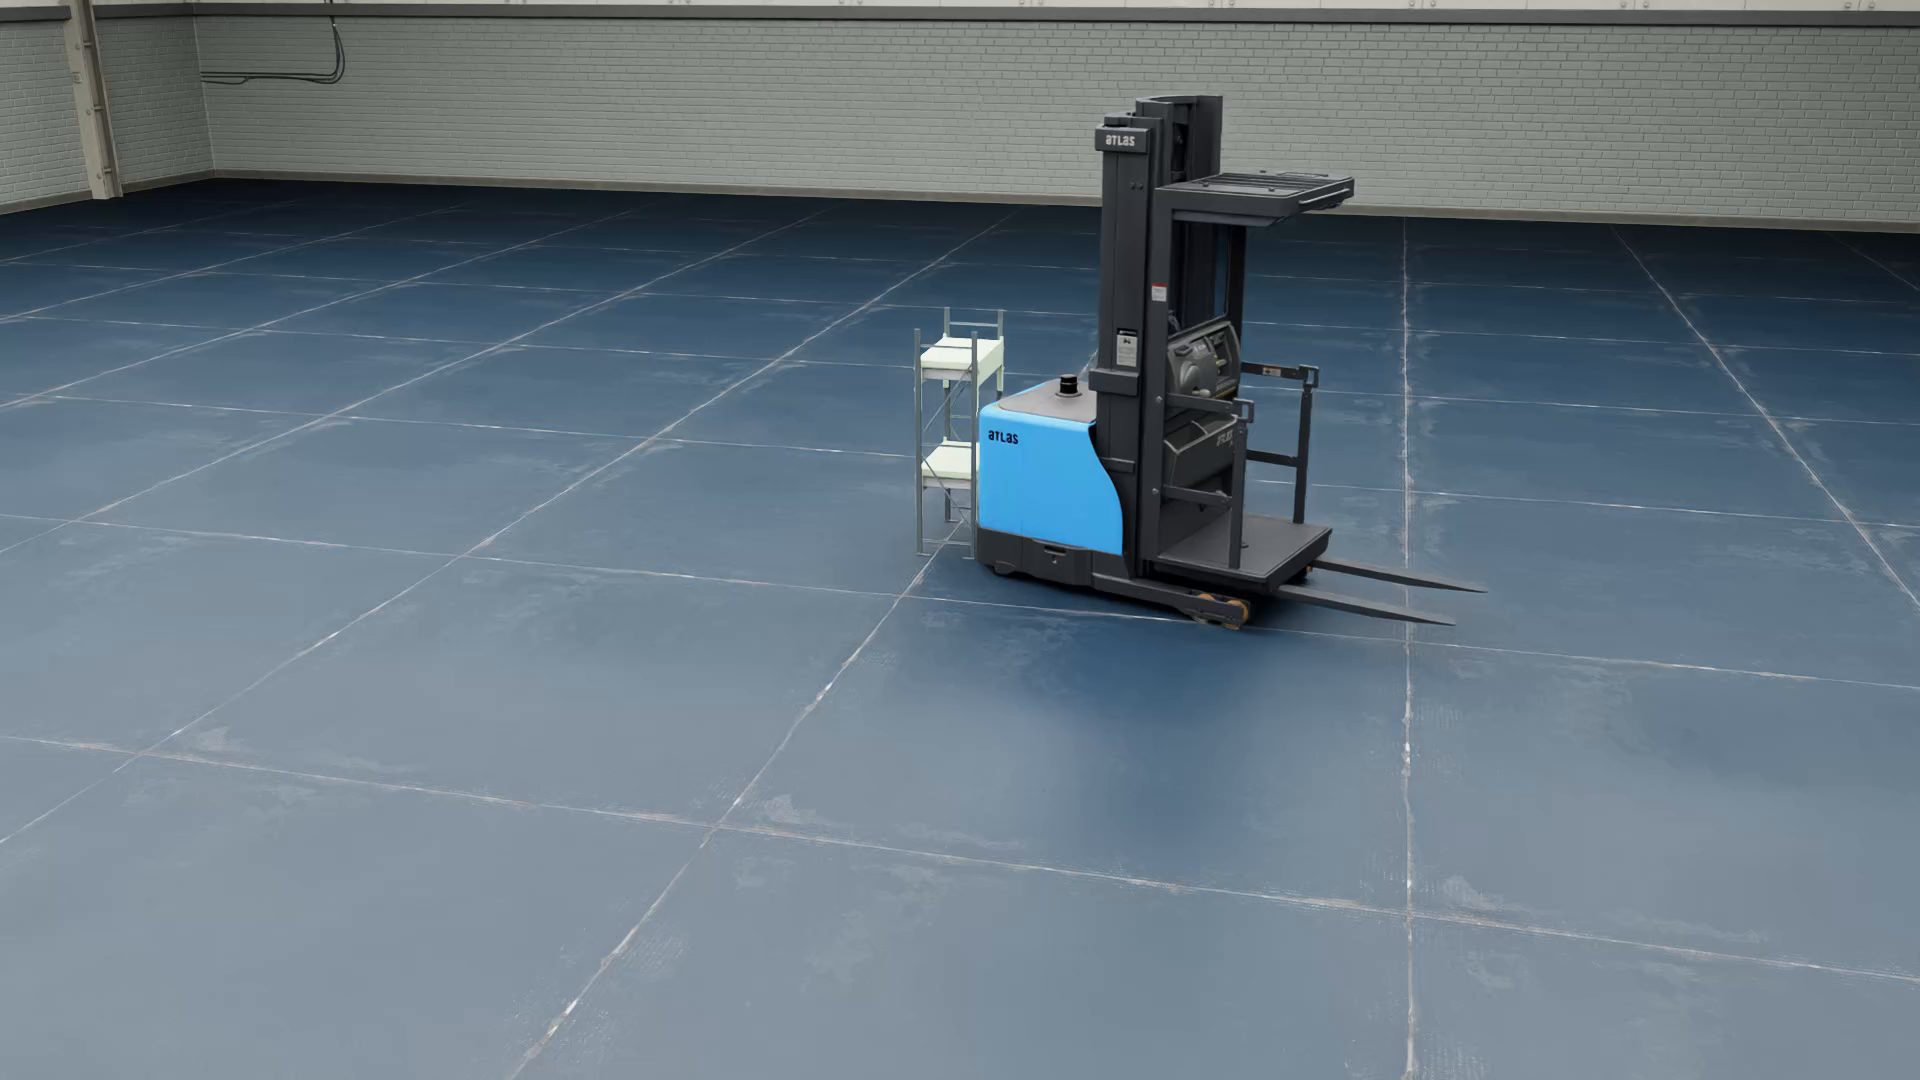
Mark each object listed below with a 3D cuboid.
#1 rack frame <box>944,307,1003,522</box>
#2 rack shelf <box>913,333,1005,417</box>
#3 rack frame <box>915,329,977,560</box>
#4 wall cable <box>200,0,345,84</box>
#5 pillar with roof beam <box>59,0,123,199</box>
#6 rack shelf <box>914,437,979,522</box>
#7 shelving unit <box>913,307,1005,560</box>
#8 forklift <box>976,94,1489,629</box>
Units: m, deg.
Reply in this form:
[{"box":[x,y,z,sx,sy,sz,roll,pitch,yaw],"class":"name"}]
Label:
[{"box":[0.091,-0.827,11.287,0.400,1.500,0.023,5,19,13],"class":"rack frame"},{"box":[0.002,-1.081,10.825,0.431,0.370,0.720,5,19,13],"class":"rack shelf"},{"box":[-0.088,-0.597,10.615,0.400,1.500,0.023,5,19,13],"class":"rack frame"},{"box":[-12.449,-9.414,29.630,3.097,2.526,0.112,5,19,13],"class":"wall cable"},{"box":[-10.276,-9.724,25.735,9.100,9.000,0.400,5,19,13],"class":"pillar with roof beam"},{"box":[0.002,-0.403,11.057,0.431,0.370,0.720,5,19,13],"class":"rack shelf"},{"box":[0.002,-0.712,10.951,0.431,1.500,0.755,5,19,13],"class":"shelving unit"},{"box":[1.623,-1.064,9.769,3.031,2.935,1.130,12,22,31],"class":"forklift"}]
